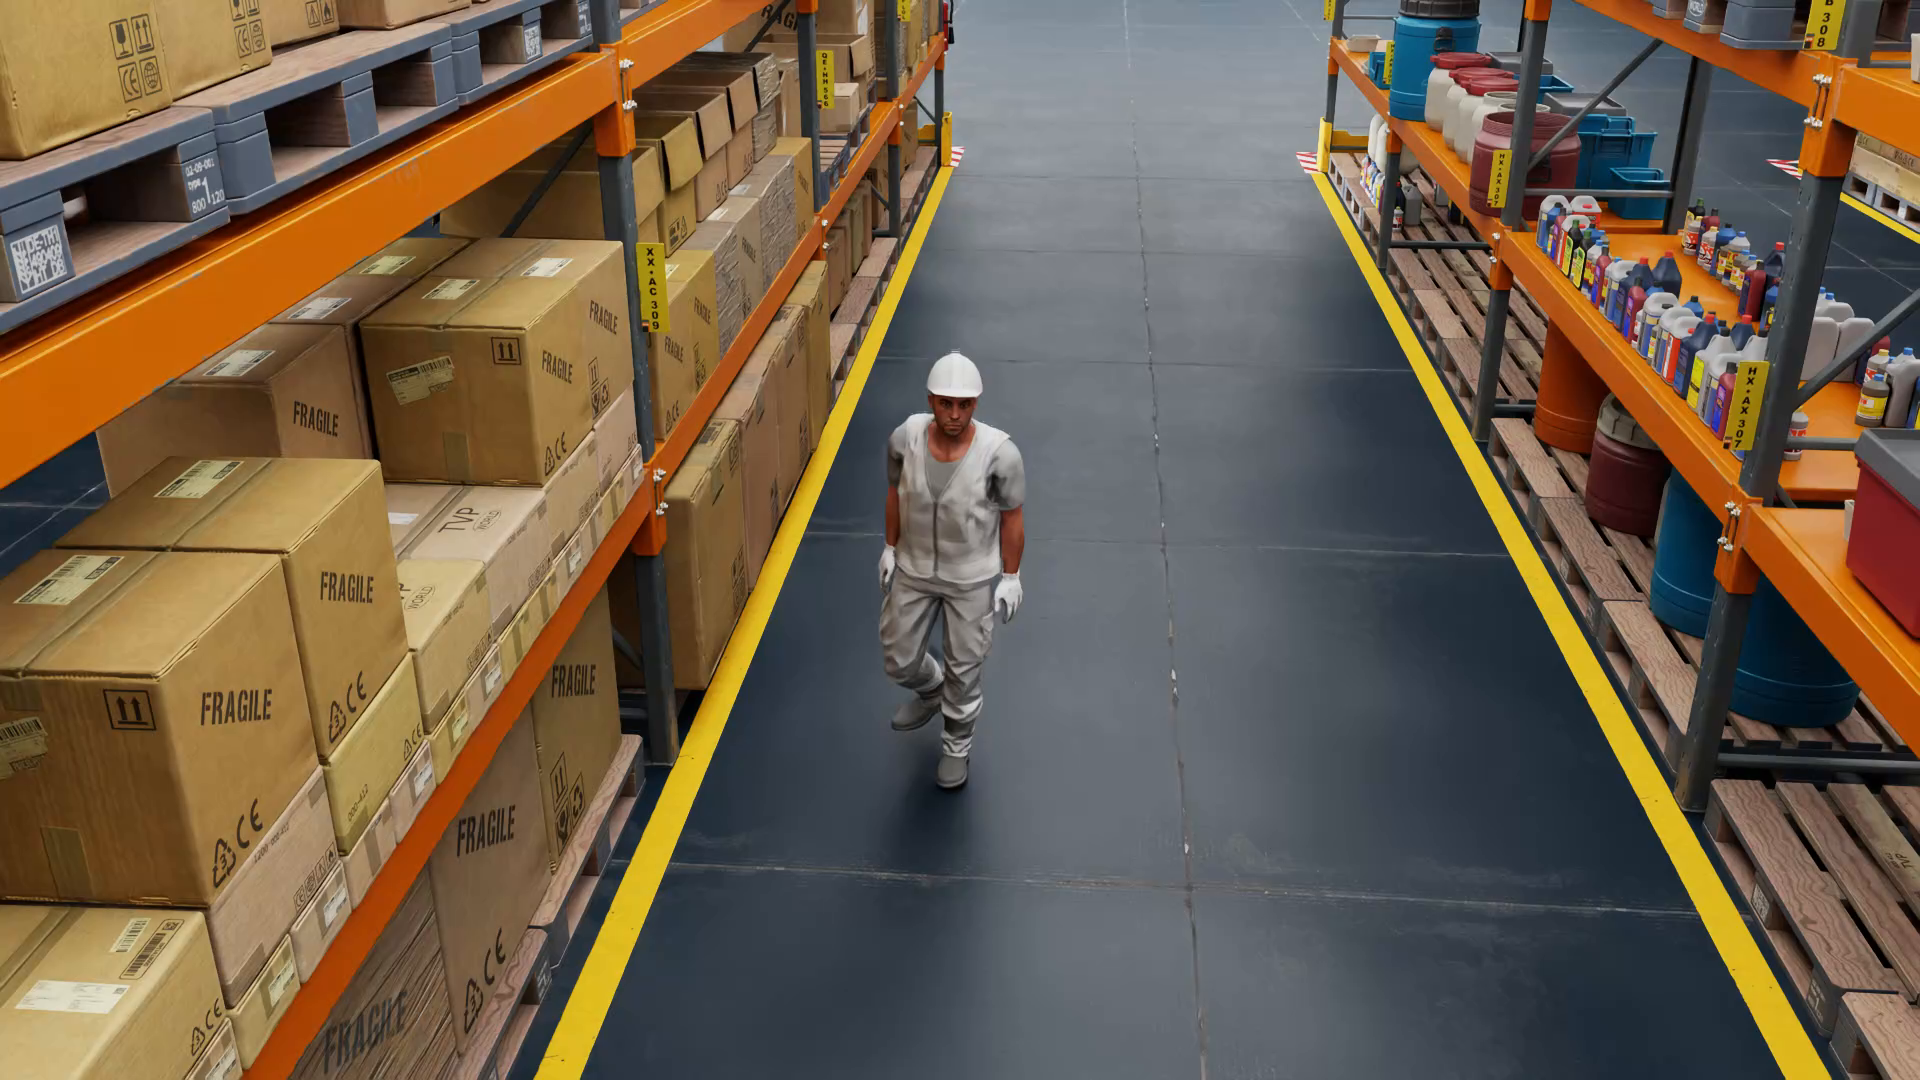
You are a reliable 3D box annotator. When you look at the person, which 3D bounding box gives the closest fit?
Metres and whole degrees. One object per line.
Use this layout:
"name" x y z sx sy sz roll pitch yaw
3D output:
"person" -0.035 0.106 6.325 0.588 1.780 0.558 7 25 15
